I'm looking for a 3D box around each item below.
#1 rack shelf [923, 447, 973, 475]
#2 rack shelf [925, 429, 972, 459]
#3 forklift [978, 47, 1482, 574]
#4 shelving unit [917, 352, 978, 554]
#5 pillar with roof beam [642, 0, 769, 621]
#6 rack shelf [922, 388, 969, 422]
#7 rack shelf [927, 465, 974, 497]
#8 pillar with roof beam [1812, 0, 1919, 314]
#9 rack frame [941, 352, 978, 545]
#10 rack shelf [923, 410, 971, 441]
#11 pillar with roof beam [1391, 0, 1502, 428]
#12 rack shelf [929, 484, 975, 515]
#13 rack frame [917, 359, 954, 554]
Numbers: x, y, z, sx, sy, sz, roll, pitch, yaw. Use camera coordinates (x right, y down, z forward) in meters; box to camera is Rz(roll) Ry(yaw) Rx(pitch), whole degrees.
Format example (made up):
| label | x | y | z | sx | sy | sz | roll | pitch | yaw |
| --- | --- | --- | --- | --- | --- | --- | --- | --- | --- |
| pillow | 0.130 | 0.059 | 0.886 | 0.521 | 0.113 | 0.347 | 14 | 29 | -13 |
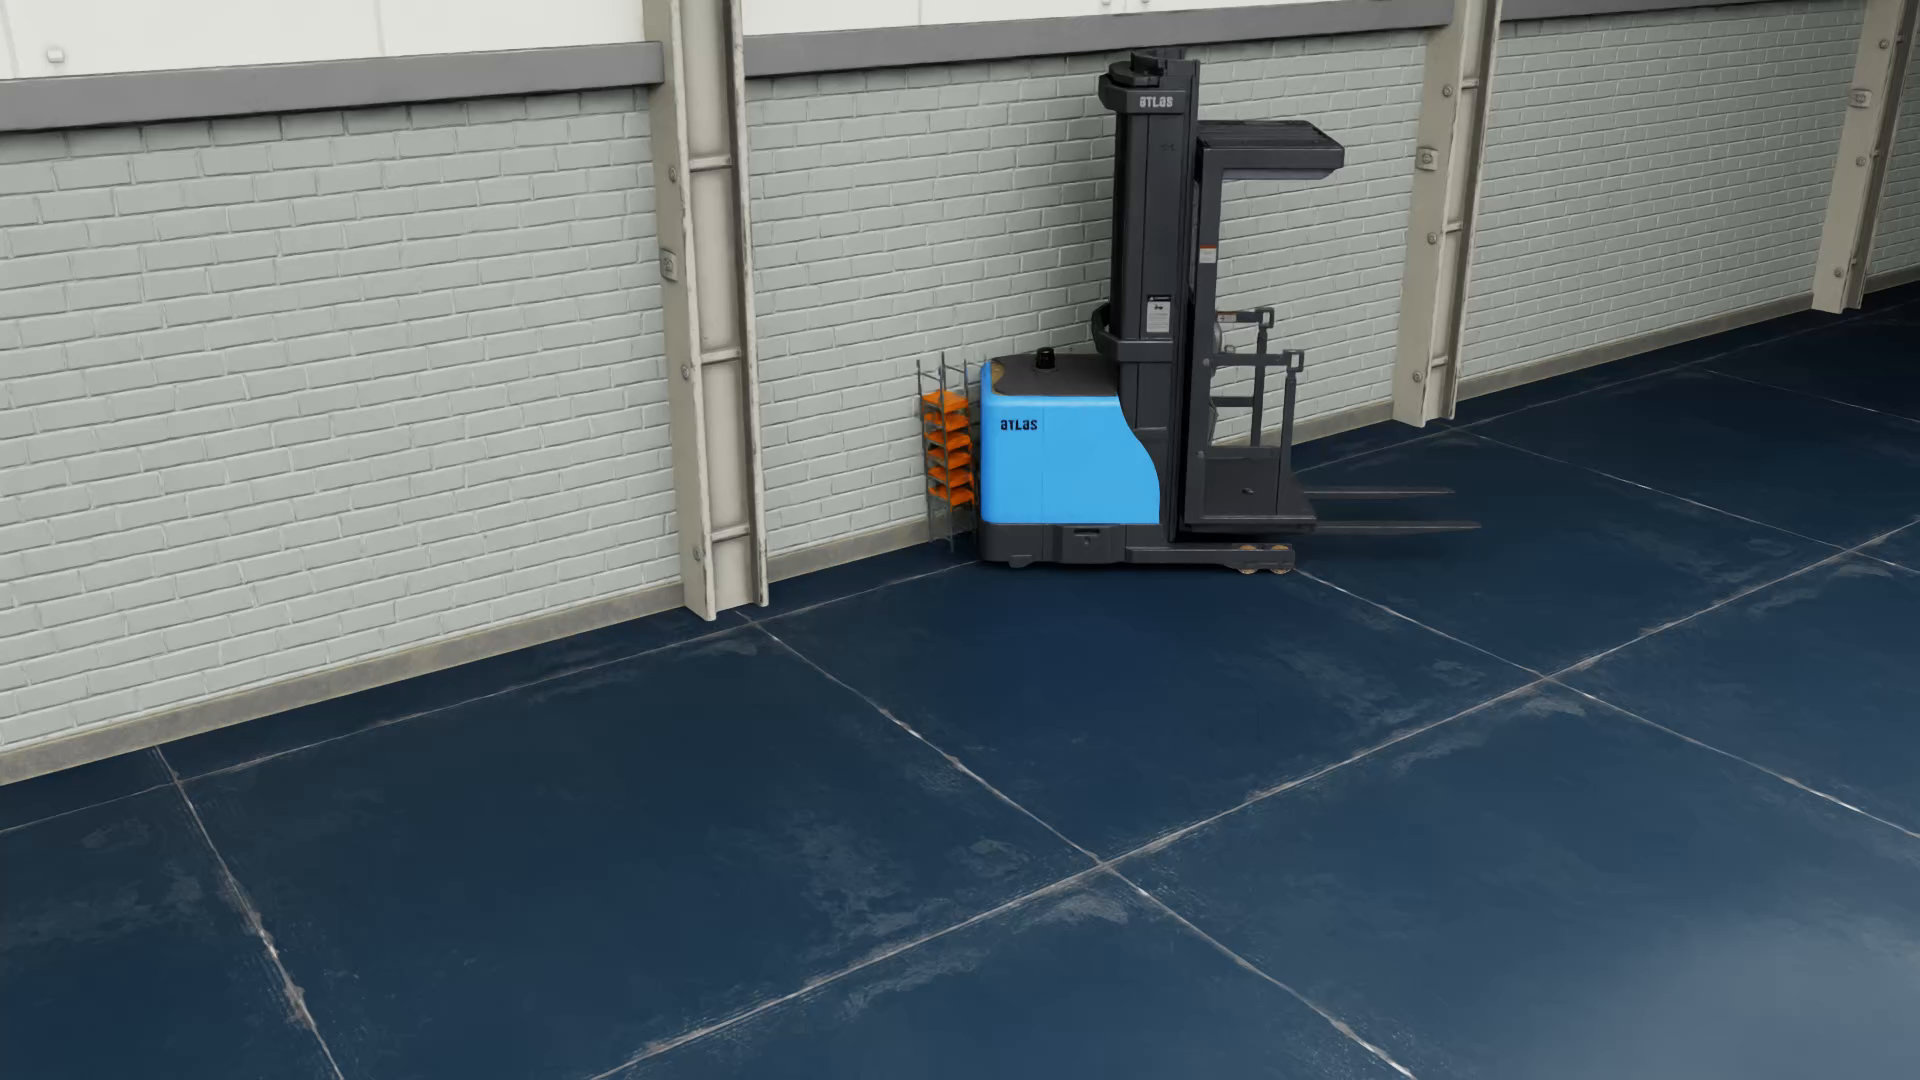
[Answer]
| label | x | y | z | sx | sy | sz | roll | pitch | yaw |
| --- | --- | --- | --- | --- | --- | --- | --- | --- | --- |
| rack shelf | -0.072 | -0.480 | 10.081 | 0.180 | 0.103 | 0.258 | -20 | 29 | -32 |
| rack shelf | -0.079 | -0.589 | 10.032 | 0.180 | 0.103 | 0.258 | -20 | 29 | -32 |
| forklift | 1.627 | -1.358 | 9.846 | 3.031 | 2.935 | 1.130 | 0 | 22 | 0 |
| shelving unit | -0.075 | -0.520 | 10.063 | 0.189 | 1.200 | 0.258 | -20 | 29 | -32 |
| pillar with roof beam | 1.180 | -2.519 | 4.567 | 0.400 | 9.000 | 9.100 | -15 | 26 | -33 |
| rack shelf | -0.094 | -0.807 | 9.932 | 0.180 | 0.103 | 0.258 | -20 | 29 | -32 |
| rack shelf | -0.065 | -0.371 | 10.131 | 0.180 | 0.103 | 0.258 | -20 | 29 | -32 |
| pillar with roof beam | 10.921 | -5.116 | 11.077 | 0.400 | 9.000 | 9.100 | -15 | 26 | -33 |
| rack frame | -0.002 | -0.547 | 10.112 | 0.006 | 1.200 | 0.240 | -20 | 29 | -32 |
| rack shelf | -0.086 | -0.698 | 9.982 | 0.180 | 0.103 | 0.258 | -20 | 29 | -32 |
| pillar with roof beam | 6.051 | -3.818 | 7.822 | 0.400 | 9.000 | 9.100 | -15 | 26 | -33 |
| rack shelf | -0.058 | -0.262 | 10.181 | 0.180 | 0.103 | 0.258 | -20 | 29 | -32 |
| rack frame | -0.147 | -0.493 | 10.014 | 0.006 | 1.200 | 0.240 | -20 | 29 | -32 |
